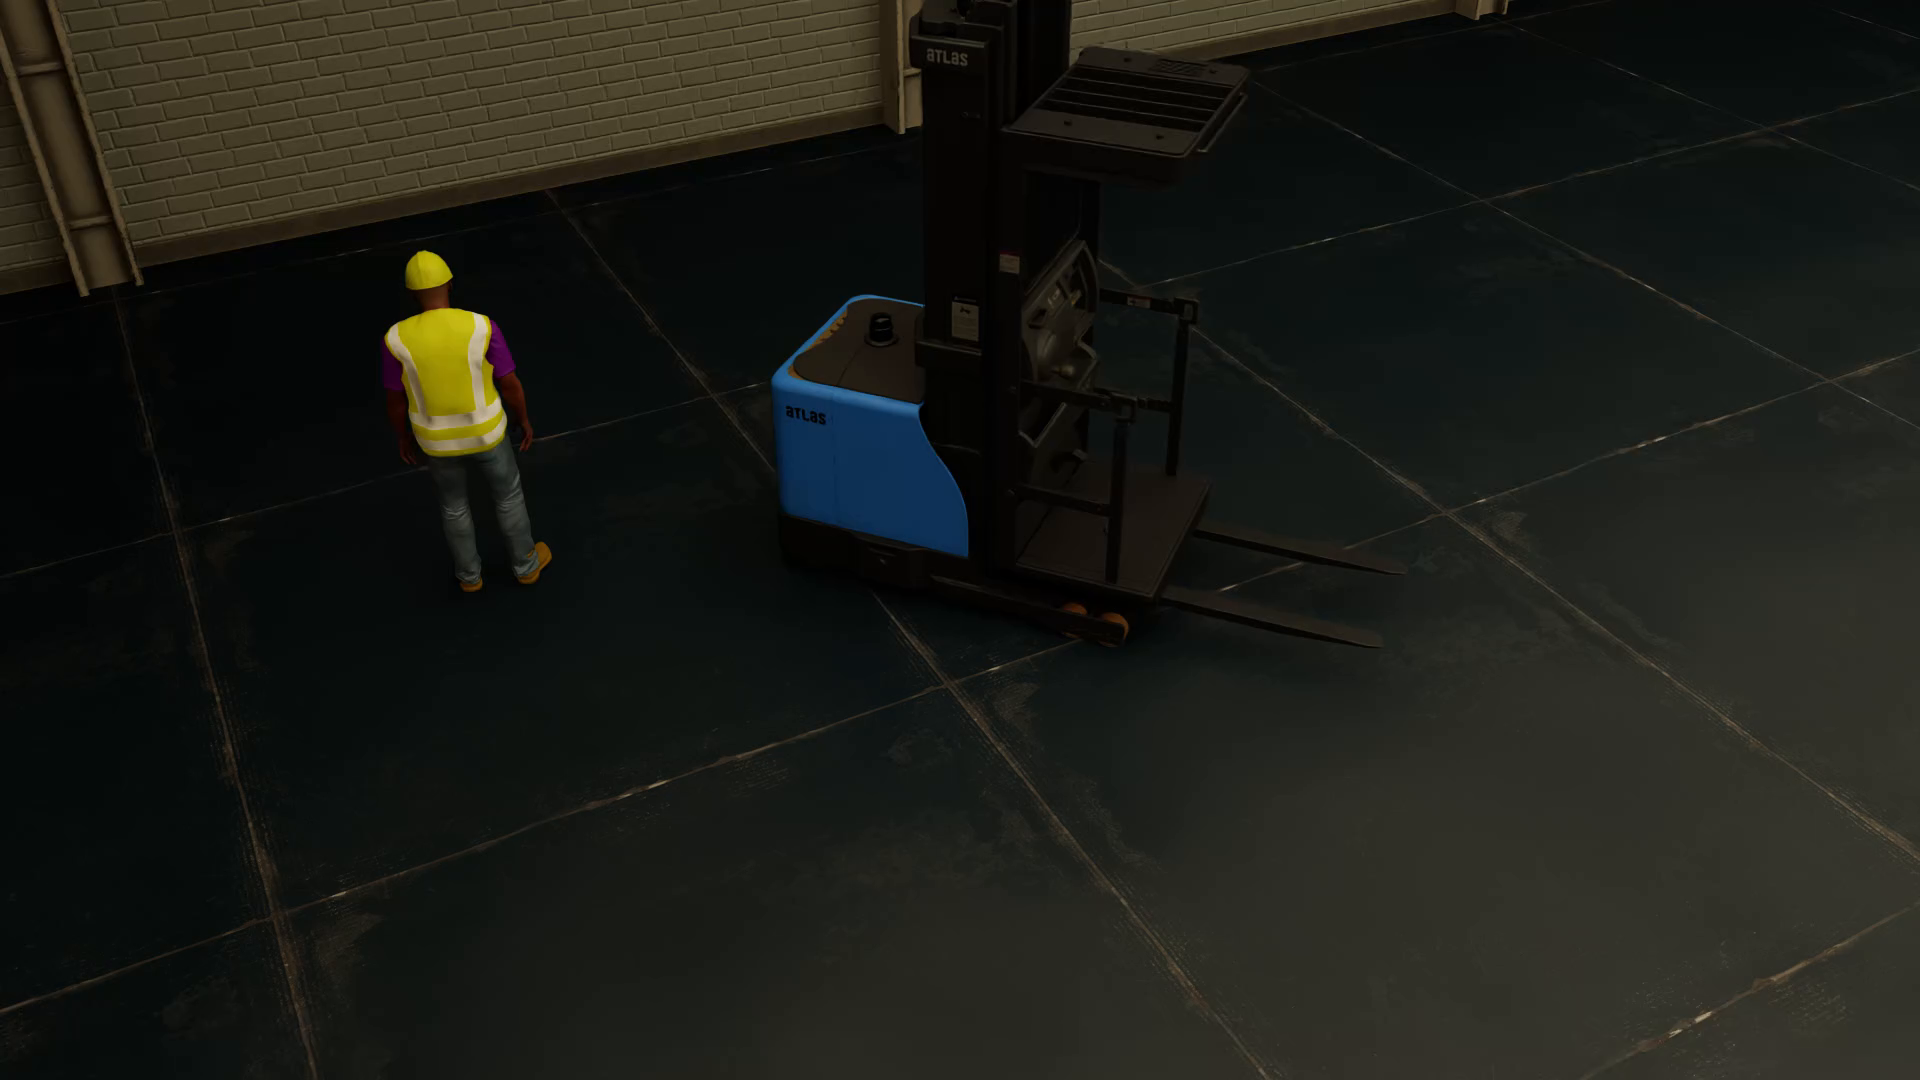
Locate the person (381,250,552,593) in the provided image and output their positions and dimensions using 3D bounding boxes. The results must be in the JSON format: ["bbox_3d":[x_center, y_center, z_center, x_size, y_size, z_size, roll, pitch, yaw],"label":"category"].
[{"bbox_3d":[-2.361,-0.534,7.898,0.629,1.759,0.461,-7,36,-10],"label":"person"}]

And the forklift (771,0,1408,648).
[{"bbox_3d":[0.650,-1.034,7.585,3.031,2.935,1.130,13,37,18],"label":"forklift"}]
